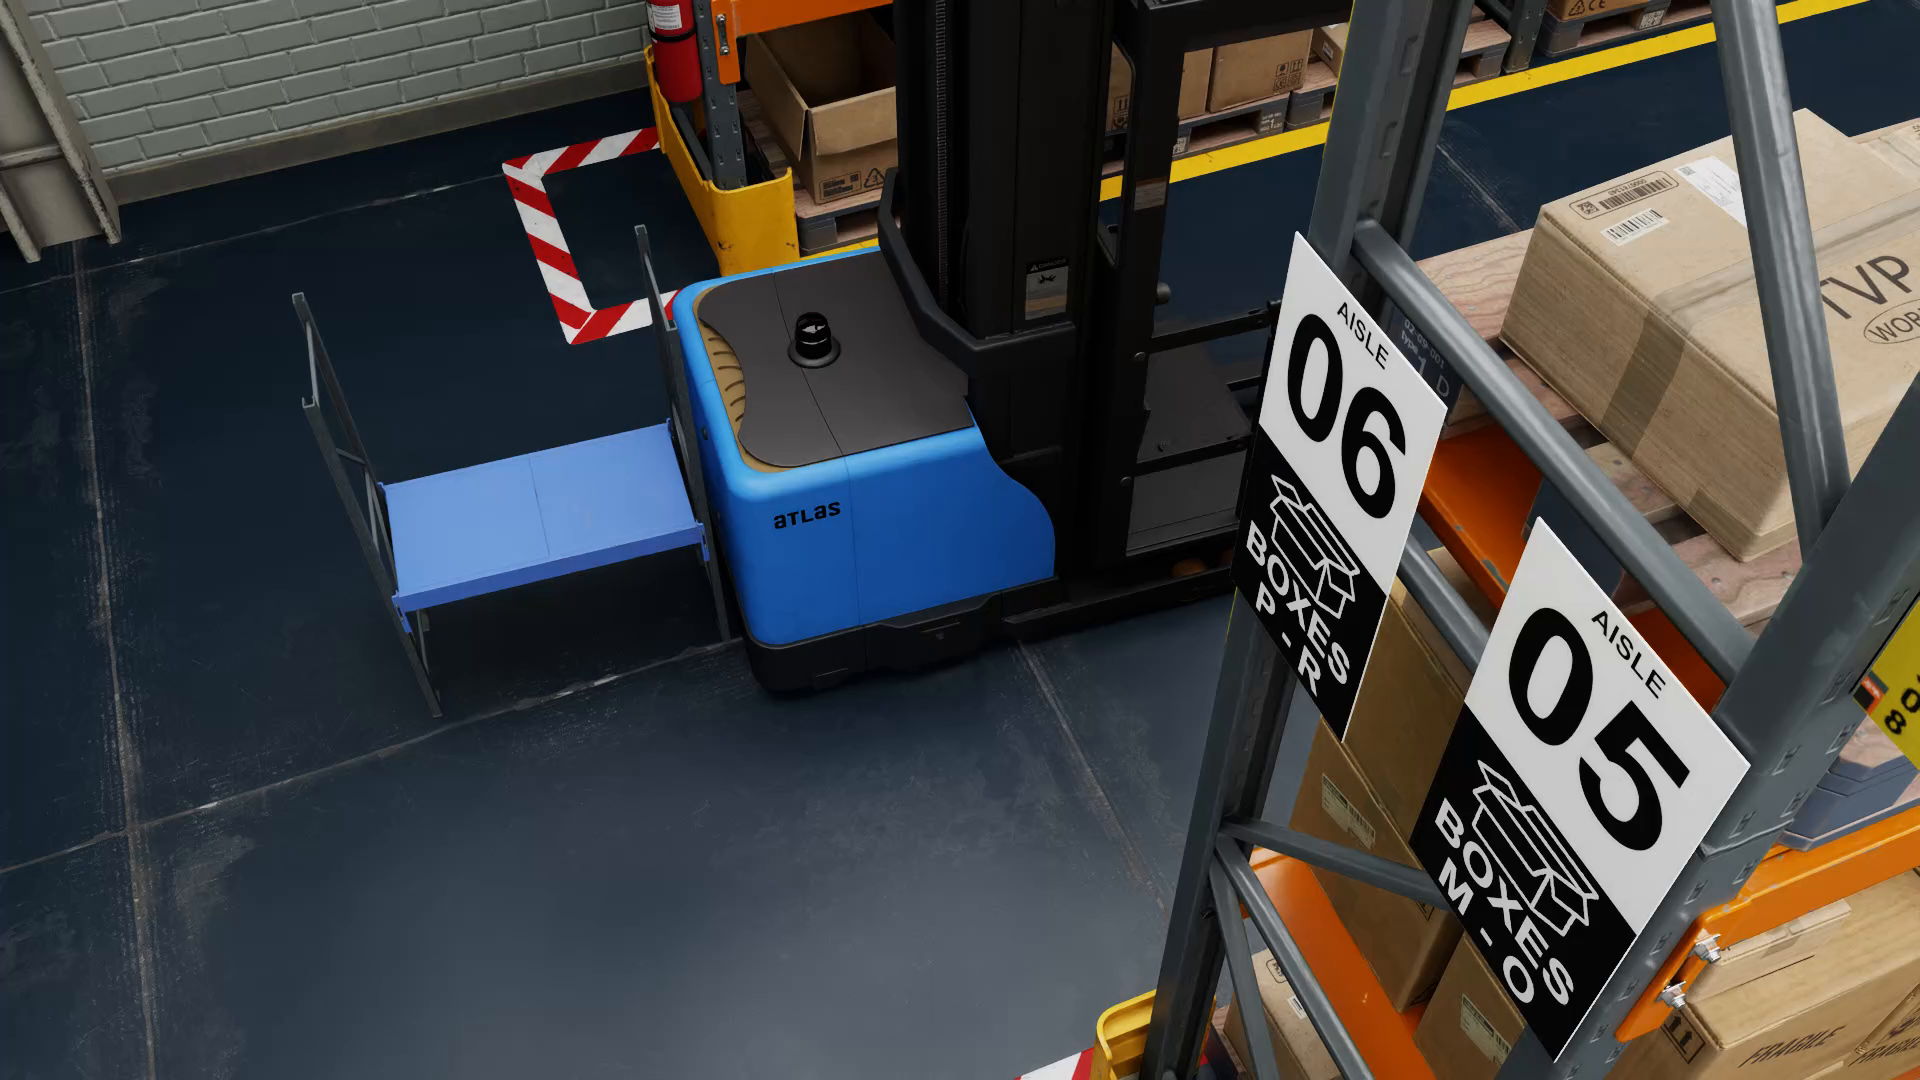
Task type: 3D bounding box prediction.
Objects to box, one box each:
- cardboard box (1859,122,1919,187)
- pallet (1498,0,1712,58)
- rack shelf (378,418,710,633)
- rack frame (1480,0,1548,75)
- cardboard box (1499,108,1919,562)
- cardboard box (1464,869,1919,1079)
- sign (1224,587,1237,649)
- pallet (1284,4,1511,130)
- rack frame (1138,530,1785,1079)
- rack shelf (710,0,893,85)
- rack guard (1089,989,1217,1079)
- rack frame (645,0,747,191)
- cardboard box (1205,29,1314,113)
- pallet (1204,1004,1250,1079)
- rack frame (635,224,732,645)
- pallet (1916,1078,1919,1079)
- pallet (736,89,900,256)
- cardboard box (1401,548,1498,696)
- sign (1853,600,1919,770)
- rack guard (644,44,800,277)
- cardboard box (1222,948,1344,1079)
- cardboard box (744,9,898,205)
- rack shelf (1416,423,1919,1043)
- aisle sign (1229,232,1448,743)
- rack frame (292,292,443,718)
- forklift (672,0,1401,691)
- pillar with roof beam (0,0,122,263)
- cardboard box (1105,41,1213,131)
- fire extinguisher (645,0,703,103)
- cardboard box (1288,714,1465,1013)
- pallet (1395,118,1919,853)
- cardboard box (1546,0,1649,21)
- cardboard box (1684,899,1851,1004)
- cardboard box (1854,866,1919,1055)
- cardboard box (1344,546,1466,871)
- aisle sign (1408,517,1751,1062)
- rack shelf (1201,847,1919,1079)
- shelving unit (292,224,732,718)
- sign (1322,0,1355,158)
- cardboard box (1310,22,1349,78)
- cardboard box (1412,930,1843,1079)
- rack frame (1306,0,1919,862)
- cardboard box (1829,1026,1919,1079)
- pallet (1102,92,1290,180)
[{"bbox_3d":[1.490,-0.444,2.500,0.250,0.149,0.380,-21,52,-17],"label":"cardboard box"},{"bbox_3d":[3.311,-2.995,8.683,1.213,0.211,1.003,-17,52,-14],"label":"pallet"},{"bbox_3d":[-1.390,-0.060,5.550,1.000,0.185,0.538,-14,51,-12],"label":"rack shelf"},{"bbox_3d":[2.572,-3.643,7.402,0.127,3.000,1.000,-17,52,-14],"label":"rack frame"},{"bbox_3d":[1.132,-0.301,2.310,0.500,0.250,0.500,-22,53,-18],"label":"cardboard box"},{"bbox_3d":[1.302,0.693,2.952,0.500,0.500,0.500,-18,52,-15],"label":"cardboard box"},{"bbox_3d":[0.557,0.150,3.225,0.005,0.325,0.100,-17,52,-14],"label":"sign"},{"bbox_3d":[1.936,-2.538,8.291,1.213,0.211,1.003,-17,52,-14],"label":"pallet"},{"bbox_3d":[0.750,0.989,3.423,0.127,3.000,1.000,-17,52,-14],"label":"rack frame"},{"bbox_3d":[0.721,-2.835,7.182,4.000,0.370,1.077,-17,52,-14],"label":"rack shelf"},{"bbox_3d":[0.727,1.810,4.366,0.348,0.500,1.175,-17,52,-14],"label":"rack guard"},{"bbox_3d":[-1.131,-2.496,6.416,0.127,3.000,1.000,-17,52,-14],"label":"rack frame"},{"bbox_3d":[1.239,-2.443,7.741,0.500,0.500,0.700,-19,52,-16],"label":"cardboard box"},{"bbox_3d":[1.460,1.613,4.725,1.213,0.211,1.003,-17,52,-14],"label":"pallet"},{"bbox_3d":[-0.907,-0.297,5.516,0.032,1.500,0.500,-14,51,-12],"label":"rack frame"},{"bbox_3d":[2.588,1.266,5.023,1.213,0.211,1.003,-17,52,-14],"label":"pallet"},{"bbox_3d":[-0.322,-1.838,7.690,1.213,0.211,1.003,-17,52,-14],"label":"pallet"},{"bbox_3d":[1.006,0.176,2.969,0.250,0.149,0.380,-17,51,-14],"label":"cardboard box"},{"bbox_3d":[0.954,0.093,1.587,0.005,0.325,0.100,-17,52,-14],"label":"sign"},{"bbox_3d":[-1.060,-1.703,7.383,0.348,0.500,1.175,-17,52,-14],"label":"rack guard"},{"bbox_3d":[1.323,1.428,4.459,0.875,0.438,0.875,-19,52,-15],"label":"cardboard box"},{"bbox_3d":[-0.528,-1.928,7.297,0.637,0.503,0.797,-19,52,-16],"label":"cardboard box"},{"bbox_3d":[2.601,-0.327,3.051,4.000,0.370,1.077,-17,52,-14],"label":"rack shelf"},{"bbox_3d":[0.566,-0.055,2.606,0.004,0.787,0.394,-17,52,-14],"label":"aisle sign"},{"bbox_3d":[-1.874,-0.059,5.312,0.032,1.500,0.500,-14,51,-12],"label":"rack frame"},{"bbox_3d":[0.596,-1.101,5.264,3.031,2.935,1.130,-14,51,-12],"label":"forklift"},{"bbox_3d":[-2.340,-1.286,1.423,0.400,9.000,9.100,-17,52,-14],"label":"pillar with roof beam"},{"bbox_3d":[0.805,-2.226,7.556,0.500,0.500,0.500,-16,51,-14],"label":"cardboard box"},{"bbox_3d":[-1.092,-1.982,6.272,0.183,0.674,0.296,-17,52,-14],"label":"fire extinguisher"},{"bbox_3d":[1.096,0.632,3.664,0.500,0.500,0.500,-17,51,-14],"label":"cardboard box"},{"bbox_3d":[1.433,-0.179,2.508,1.213,0.211,1.003,-17,52,-14],"label":"pallet"},{"bbox_3d":[3.105,-2.946,8.174,0.500,0.500,0.500,-15,51,-13],"label":"cardboard box"},{"bbox_3d":[1.183,0.512,2.680,0.250,0.149,0.380,-16,51,-13],"label":"cardboard box"},{"bbox_3d":[1.777,0.540,3.084,0.500,0.500,0.500,-18,52,-15],"label":"cardboard box"},{"bbox_3d":[1.106,0.325,3.268,0.500,0.500,0.500,-16,51,-13],"label":"cardboard box"},{"bbox_3d":[0.793,0.367,2.244,0.004,0.787,0.394,-17,52,-14],"label":"aisle sign"},{"bbox_3d":[2.601,0.650,4.189,4.000,0.370,1.077,-17,52,-14],"label":"rack shelf"},{"bbox_3d":[-1.390,-0.178,5.414,1.048,1.500,0.538,-14,51,-12],"label":"shelving unit"},{"bbox_3d":[0.557,-0.636,2.310,0.005,0.325,0.100,-17,52,-14],"label":"sign"},{"bbox_3d":[1.837,-2.421,7.877,0.258,0.266,0.396,-16,51,-13],"label":"cardboard box"},{"bbox_3d":[1.303,1.021,3.330,0.500,0.500,0.500,-18,52,-15],"label":"cardboard box"},{"bbox_3d":[0.750,-0.965,1.147,0.127,3.000,1.000,-17,52,-14],"label":"rack frame"},{"bbox_3d":[1.760,0.856,3.472,0.500,0.500,0.500,-18,52,-15],"label":"cardboard box"},{"bbox_3d":[0.805,-2.185,7.988,1.213,0.211,1.003,-17,52,-14],"label":"pallet"}]
